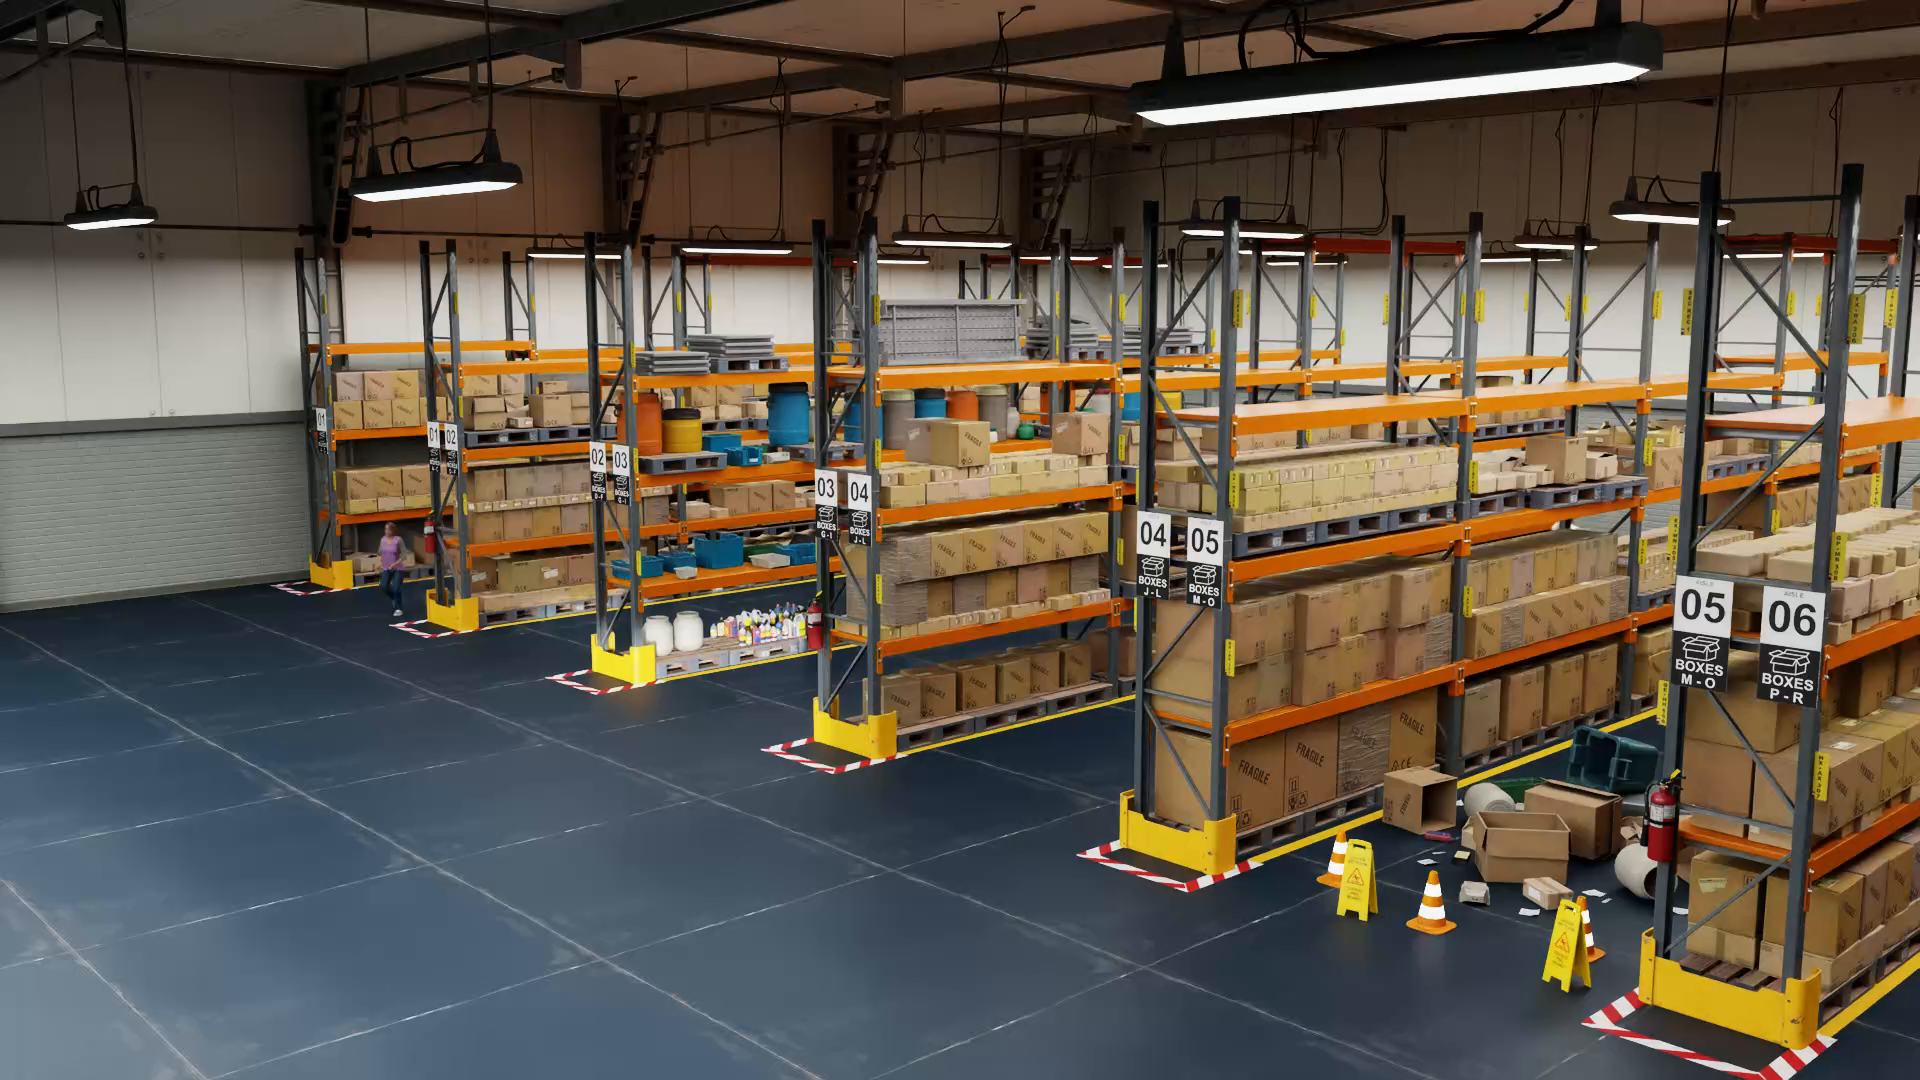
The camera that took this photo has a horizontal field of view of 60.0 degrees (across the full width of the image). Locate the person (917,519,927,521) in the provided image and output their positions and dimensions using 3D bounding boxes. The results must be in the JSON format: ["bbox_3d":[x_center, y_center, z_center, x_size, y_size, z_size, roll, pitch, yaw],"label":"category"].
[{"bbox_3d":[-0.651,-0.331,30.586,0.598,1.602,0.879,5,10,32],"label":"person"}]

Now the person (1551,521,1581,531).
[{"bbox_3d":[9.786,0.359,26.857,0.985,1.780,0.642,-8,12,-44],"label":"person"}]

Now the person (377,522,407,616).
[{"bbox_3d":[-9.162,0.480,26.801,0.530,1.546,0.575,1,8,7],"label":"person"}]
